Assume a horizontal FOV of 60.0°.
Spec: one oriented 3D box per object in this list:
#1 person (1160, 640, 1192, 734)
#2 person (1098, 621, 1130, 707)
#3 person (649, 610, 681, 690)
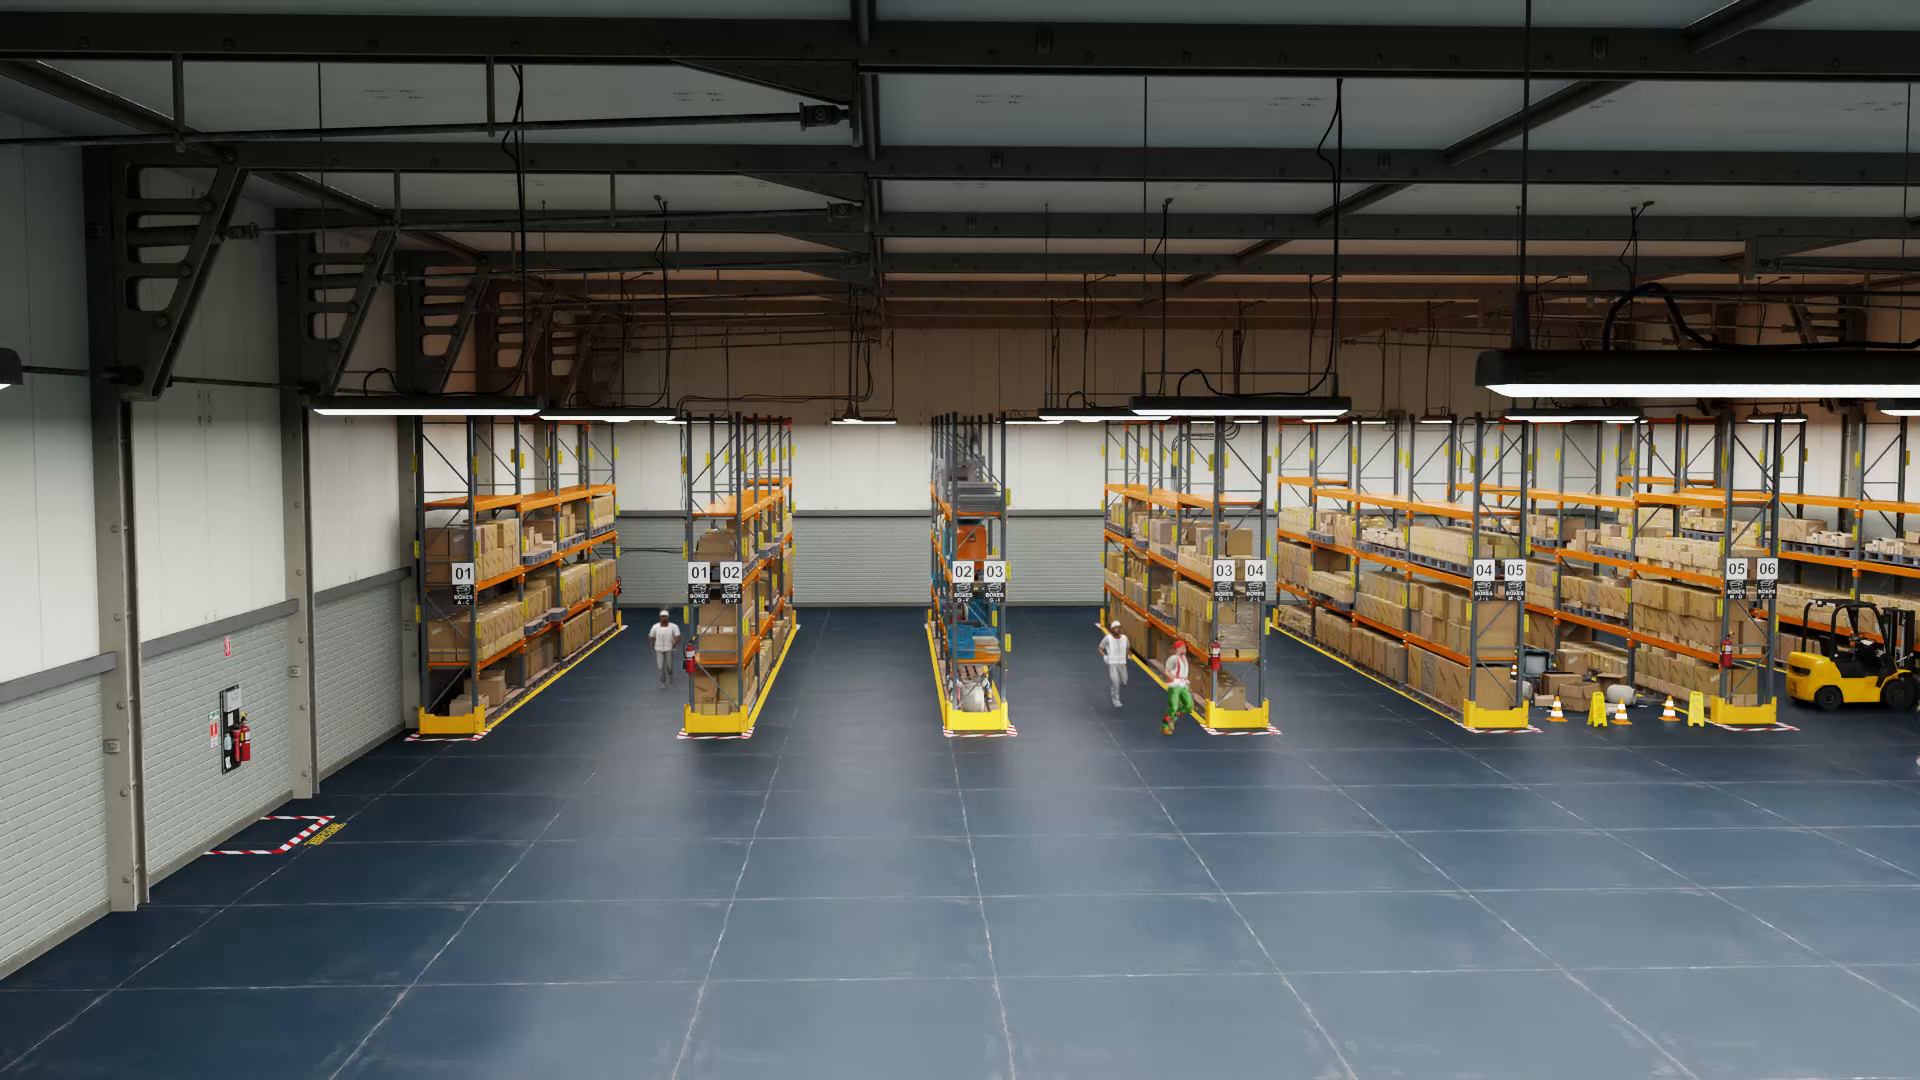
[{"bbox_3d":[4.092,2.739,31.022,0.693,1.728,0.551,-3,5,-41],"label":"person"},{"bbox_3d":[3.189,2.534,34.099,0.689,1.740,0.737,-1,4,-15],"label":"person"},{"bbox_3d":[-6.456,2.392,36.322,0.698,1.718,0.610,0,4,-3],"label":"person"}]
